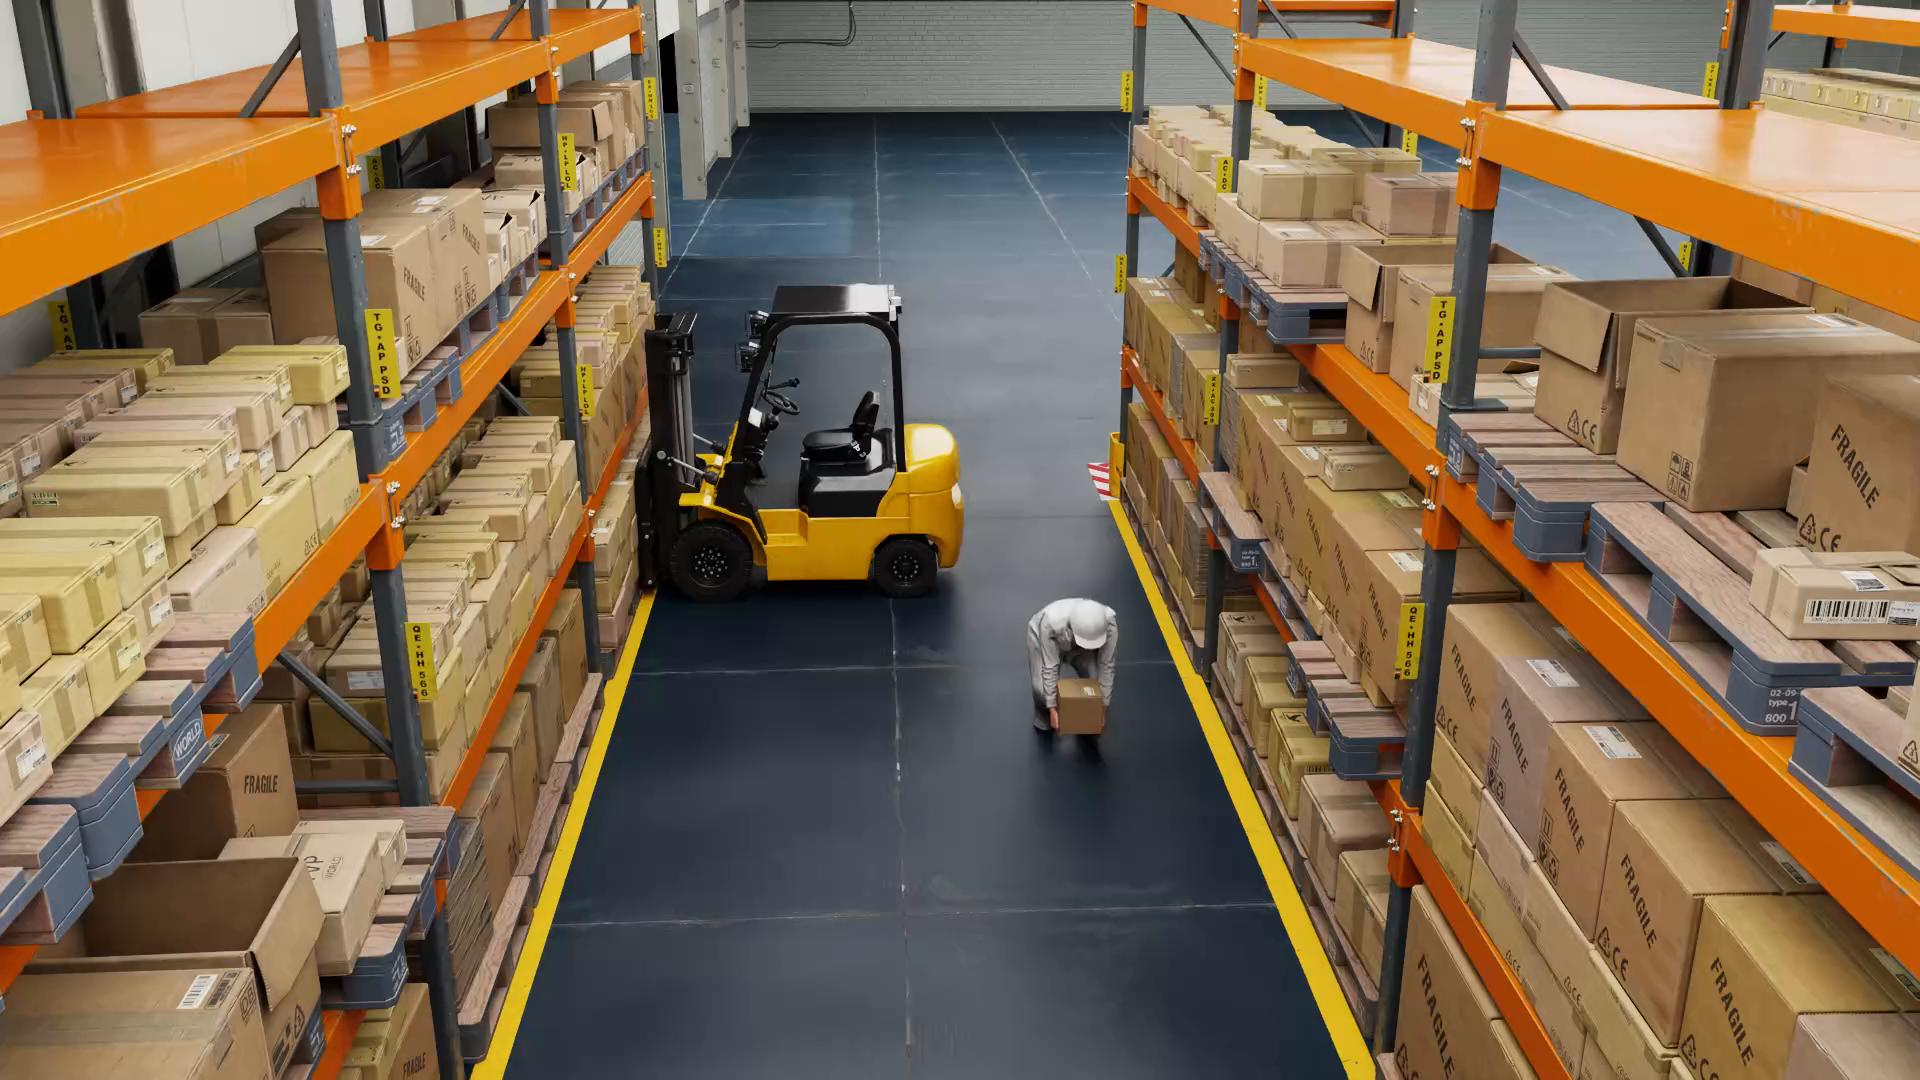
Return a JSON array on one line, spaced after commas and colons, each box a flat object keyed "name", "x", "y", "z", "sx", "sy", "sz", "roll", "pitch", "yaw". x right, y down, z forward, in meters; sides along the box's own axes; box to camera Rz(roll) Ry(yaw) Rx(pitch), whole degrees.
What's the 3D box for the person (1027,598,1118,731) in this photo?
[{"name": "person", "x": 0.688, "y": 0.722, "z": 10.196, "sx": 0.515, "sy": 1.014, "sz": 0.887, "roll": -2, "pitch": 20, "yaw": -5}]
